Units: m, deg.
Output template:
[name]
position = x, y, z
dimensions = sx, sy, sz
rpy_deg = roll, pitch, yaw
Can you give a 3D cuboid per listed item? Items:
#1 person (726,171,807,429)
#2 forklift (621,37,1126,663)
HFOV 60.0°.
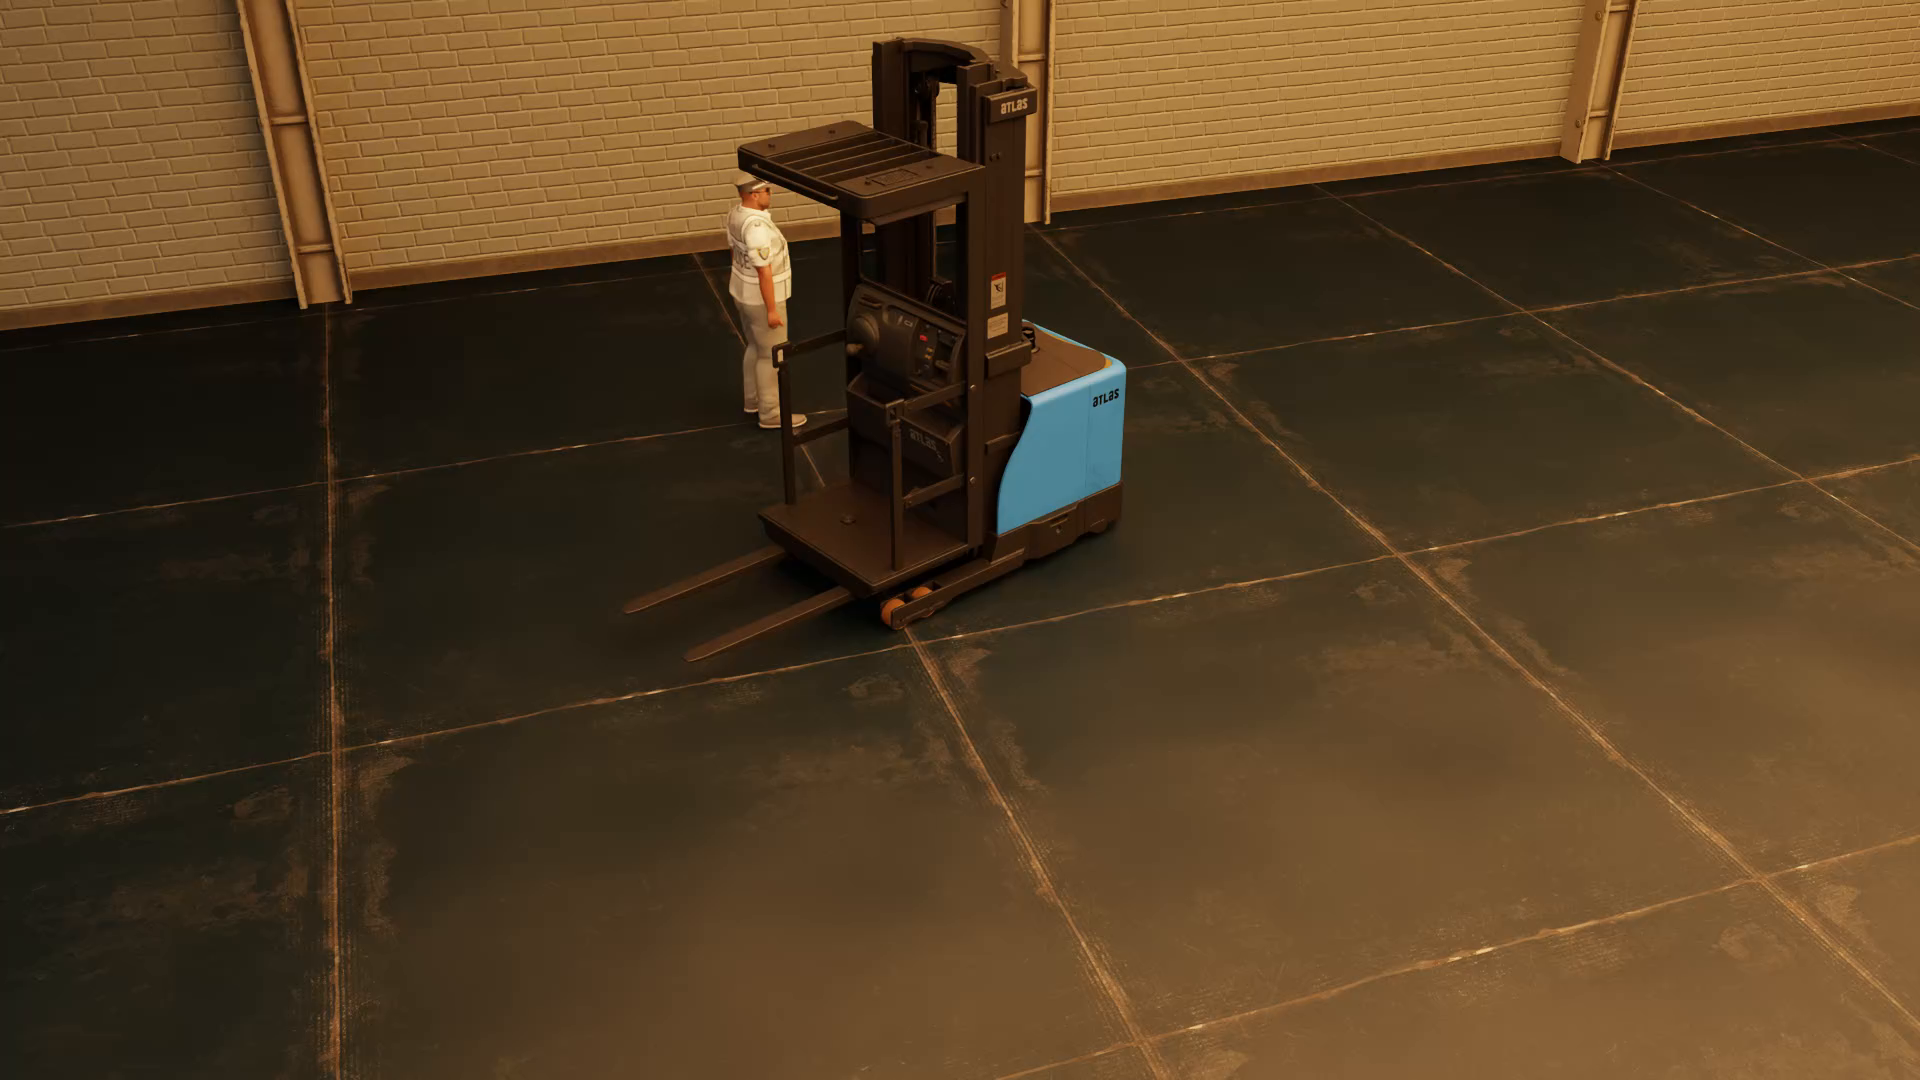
[person]
position = -1.305, -1.625, 11.081
dimensions = 0.369, 1.767, 0.544
rpy_deg = -15, 33, -24
[forklift]
position = -0.461, -1.072, 8.951
dimensions = 3.031, 2.935, 1.130
rpy_deg = -23, 37, -34
